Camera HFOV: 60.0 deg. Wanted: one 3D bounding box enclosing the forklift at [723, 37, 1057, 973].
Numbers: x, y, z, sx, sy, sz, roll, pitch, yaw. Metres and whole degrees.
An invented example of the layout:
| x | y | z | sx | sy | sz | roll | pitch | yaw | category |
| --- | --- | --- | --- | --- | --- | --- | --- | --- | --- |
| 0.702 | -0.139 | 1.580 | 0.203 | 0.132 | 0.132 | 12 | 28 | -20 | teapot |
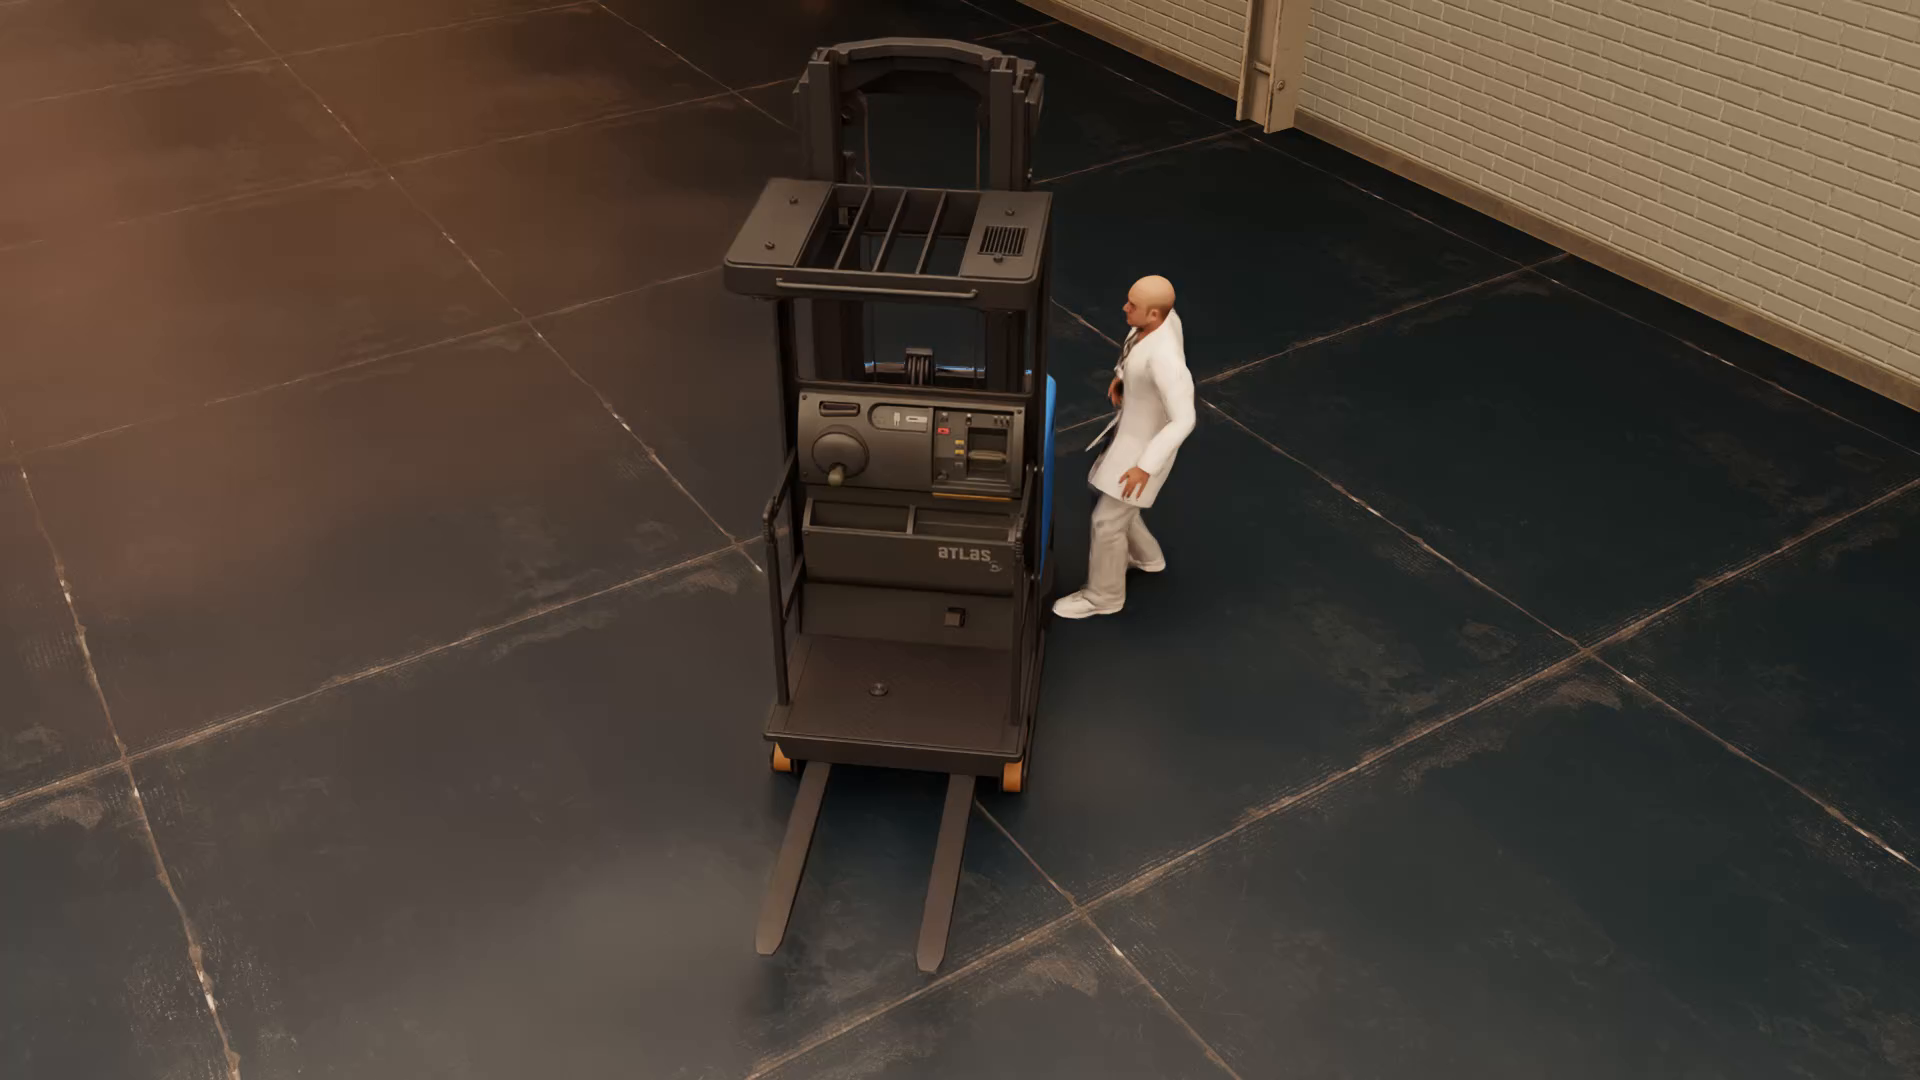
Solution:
| x | y | z | sx | sy | sz | roll | pitch | yaw | category |
| --- | --- | --- | --- | --- | --- | --- | --- | --- | --- |
| -0.226 | -0.329 | 6.616 | 1.130 | 2.935 | 3.031 | 4 | 35 | 6 | forklift |

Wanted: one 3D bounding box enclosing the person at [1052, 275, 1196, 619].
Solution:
| x | y | z | sx | sy | sz | roll | pitch | yaw | category |
| --- | --- | --- | --- | --- | --- | --- | --- | --- | --- |
| 0.761 | -0.474 | 7.900 | 0.609 | 1.733 | 0.970 | 1 | 35 | 2 | person |
